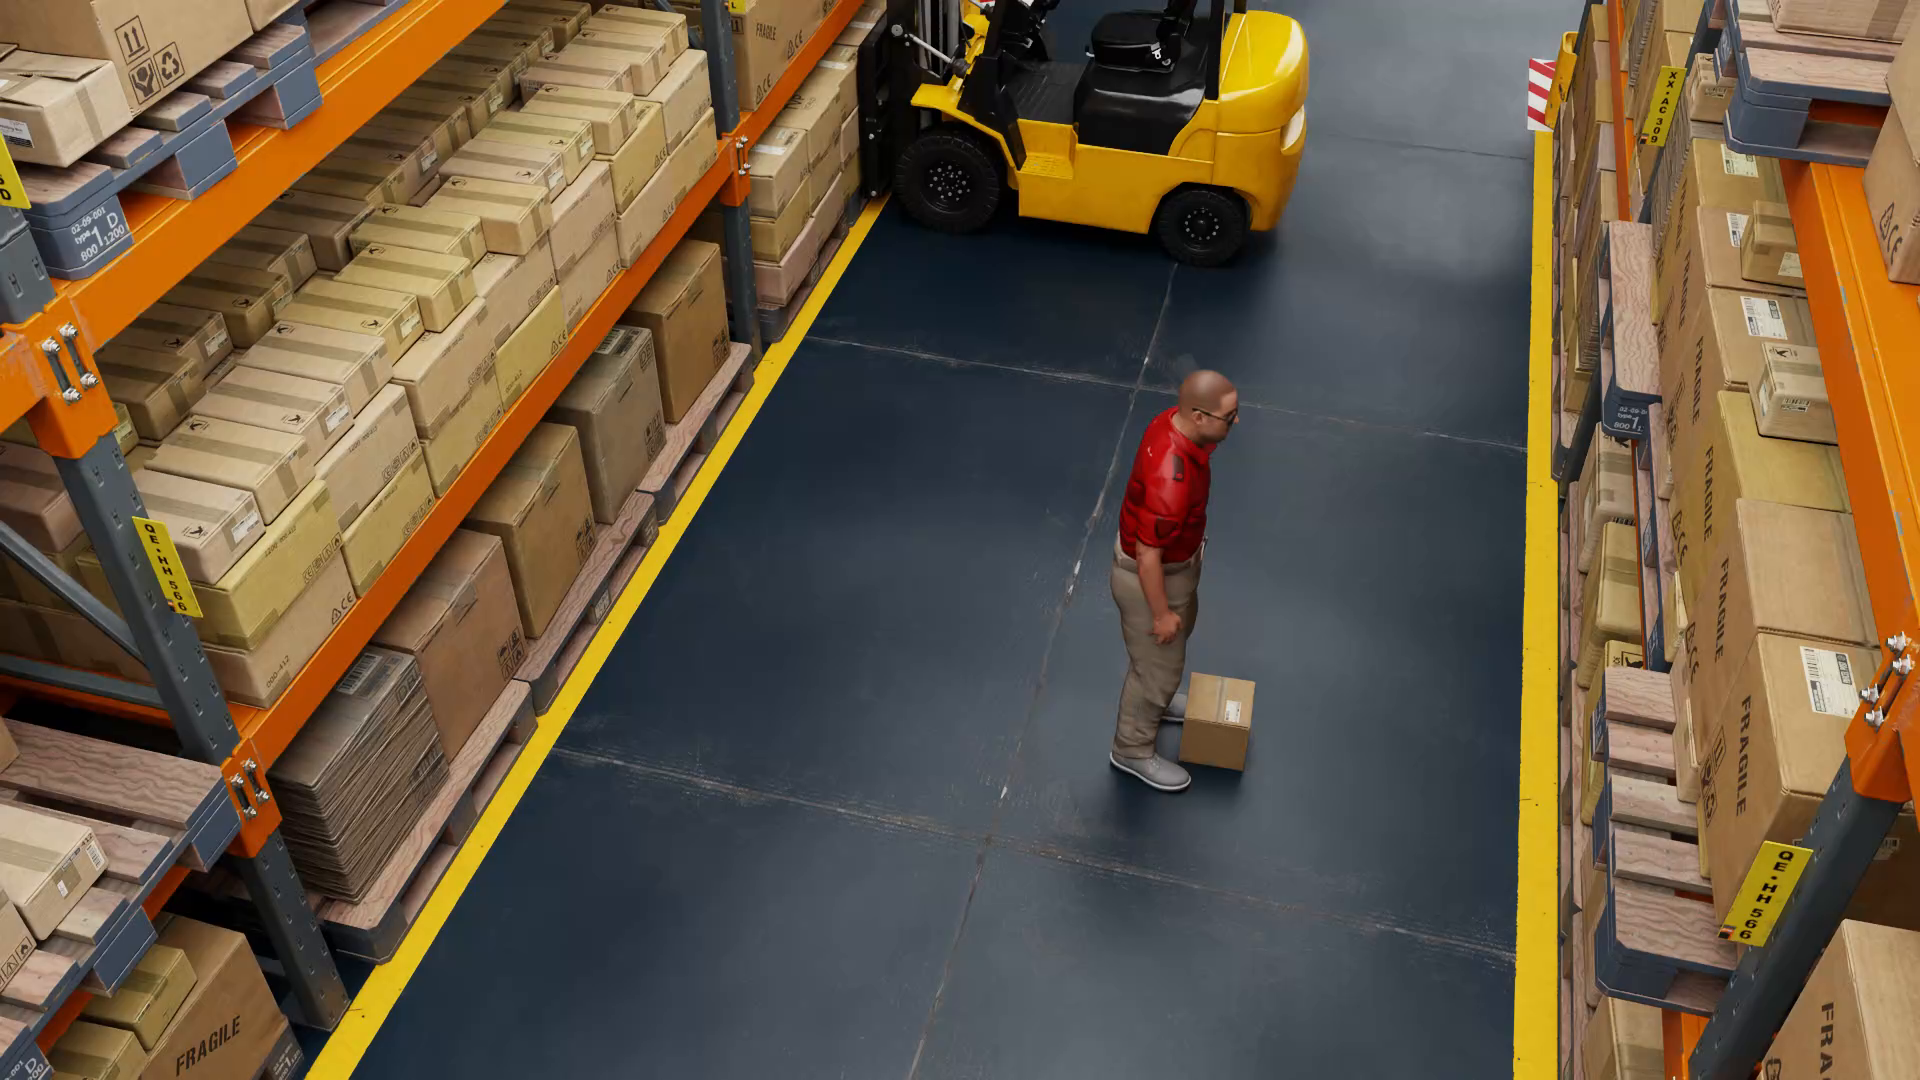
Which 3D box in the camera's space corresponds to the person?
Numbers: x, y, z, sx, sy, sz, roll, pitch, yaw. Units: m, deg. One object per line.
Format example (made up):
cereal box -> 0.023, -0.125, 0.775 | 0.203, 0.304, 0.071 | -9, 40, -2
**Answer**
person -> 0.755, 0.112, 6.038 | 0.389, 1.726, 0.587 | 10, 42, 11
